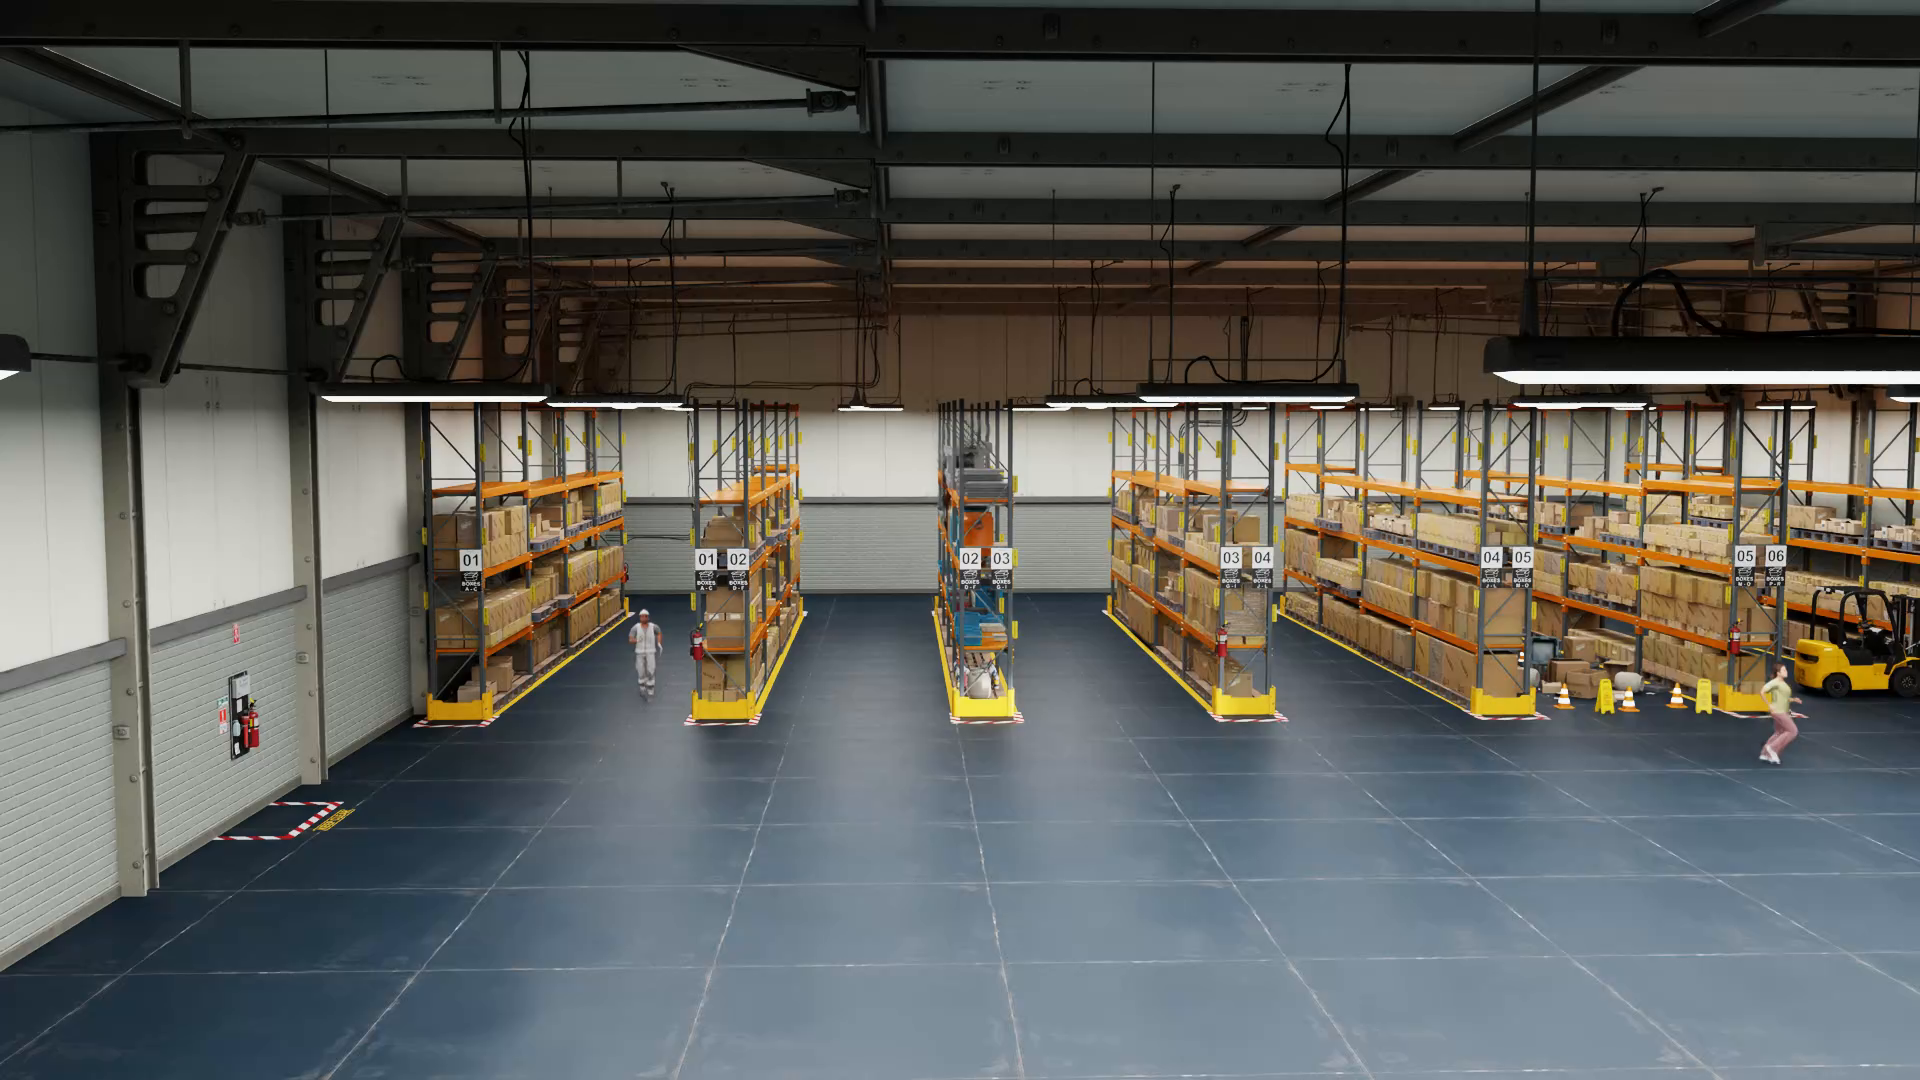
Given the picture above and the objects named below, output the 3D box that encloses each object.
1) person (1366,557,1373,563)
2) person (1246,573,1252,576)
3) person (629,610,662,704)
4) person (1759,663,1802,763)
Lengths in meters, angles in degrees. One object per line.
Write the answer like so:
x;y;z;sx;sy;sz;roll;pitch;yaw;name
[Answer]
11.372;1.343;46.096;0.629;1.770;0.693;-1;4;-15;person
8.038;1.361;46.292;0.686;1.700;0.586;1;4;7;person
-6.270;2.304;33.180;0.648;1.845;0.799;-1;4;-8;person
13.401;2.829;27.139;0.613;1.635;0.560;4;6;40;person
